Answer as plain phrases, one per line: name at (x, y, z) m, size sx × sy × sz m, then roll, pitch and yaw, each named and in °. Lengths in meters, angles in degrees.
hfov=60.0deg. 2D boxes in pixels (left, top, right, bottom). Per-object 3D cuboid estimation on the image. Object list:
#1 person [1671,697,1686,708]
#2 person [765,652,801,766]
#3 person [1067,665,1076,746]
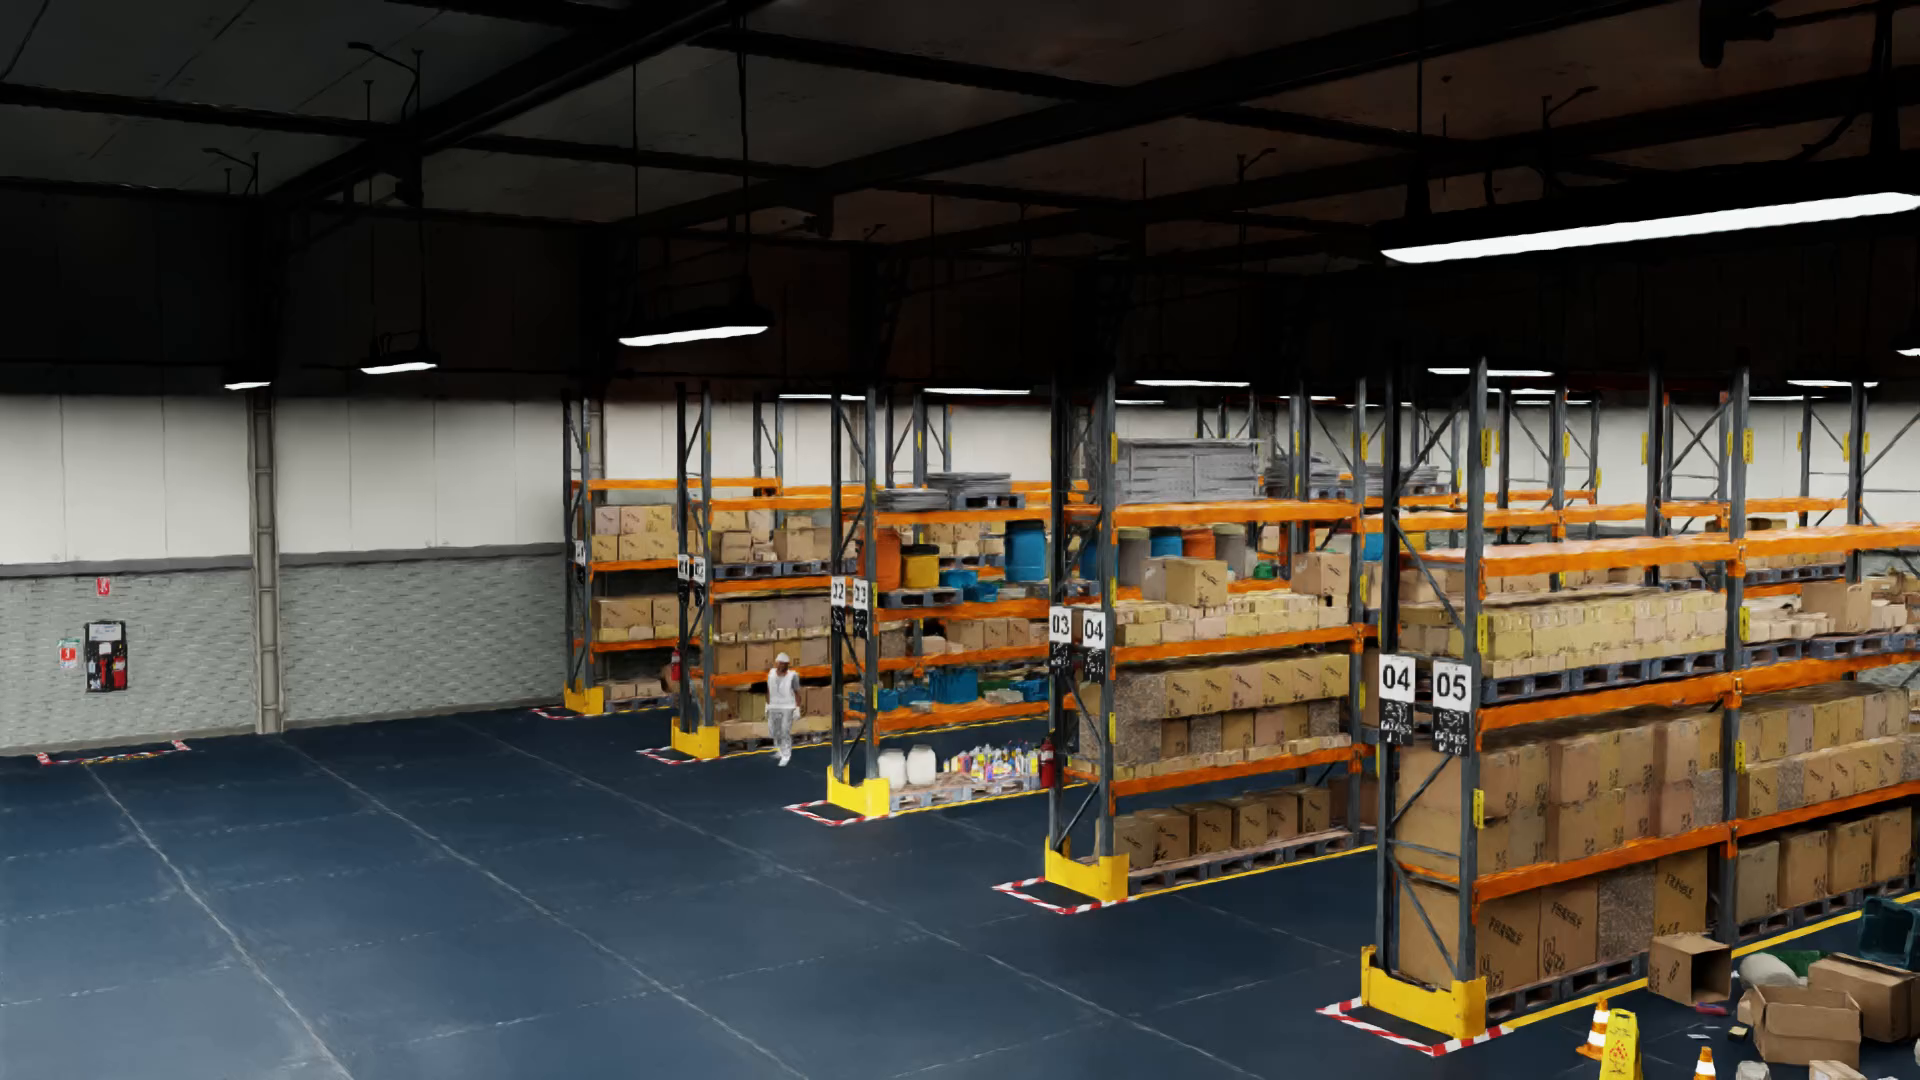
person at (9.786, 2.881, 22.576) m, size 1.030 × 1.673 × 0.553 m, roll -3°, pitch 5°, yaw -35°
person at (-2.754, 2.616, 25.978) m, size 0.599 × 1.772 × 0.575 m, roll 1°, pitch 4°, yaw 21°
person at (1.746, 2.609, 27.277) m, size 0.528 × 1.580 × 0.532 m, roll 0°, pitch 4°, yaw -8°
